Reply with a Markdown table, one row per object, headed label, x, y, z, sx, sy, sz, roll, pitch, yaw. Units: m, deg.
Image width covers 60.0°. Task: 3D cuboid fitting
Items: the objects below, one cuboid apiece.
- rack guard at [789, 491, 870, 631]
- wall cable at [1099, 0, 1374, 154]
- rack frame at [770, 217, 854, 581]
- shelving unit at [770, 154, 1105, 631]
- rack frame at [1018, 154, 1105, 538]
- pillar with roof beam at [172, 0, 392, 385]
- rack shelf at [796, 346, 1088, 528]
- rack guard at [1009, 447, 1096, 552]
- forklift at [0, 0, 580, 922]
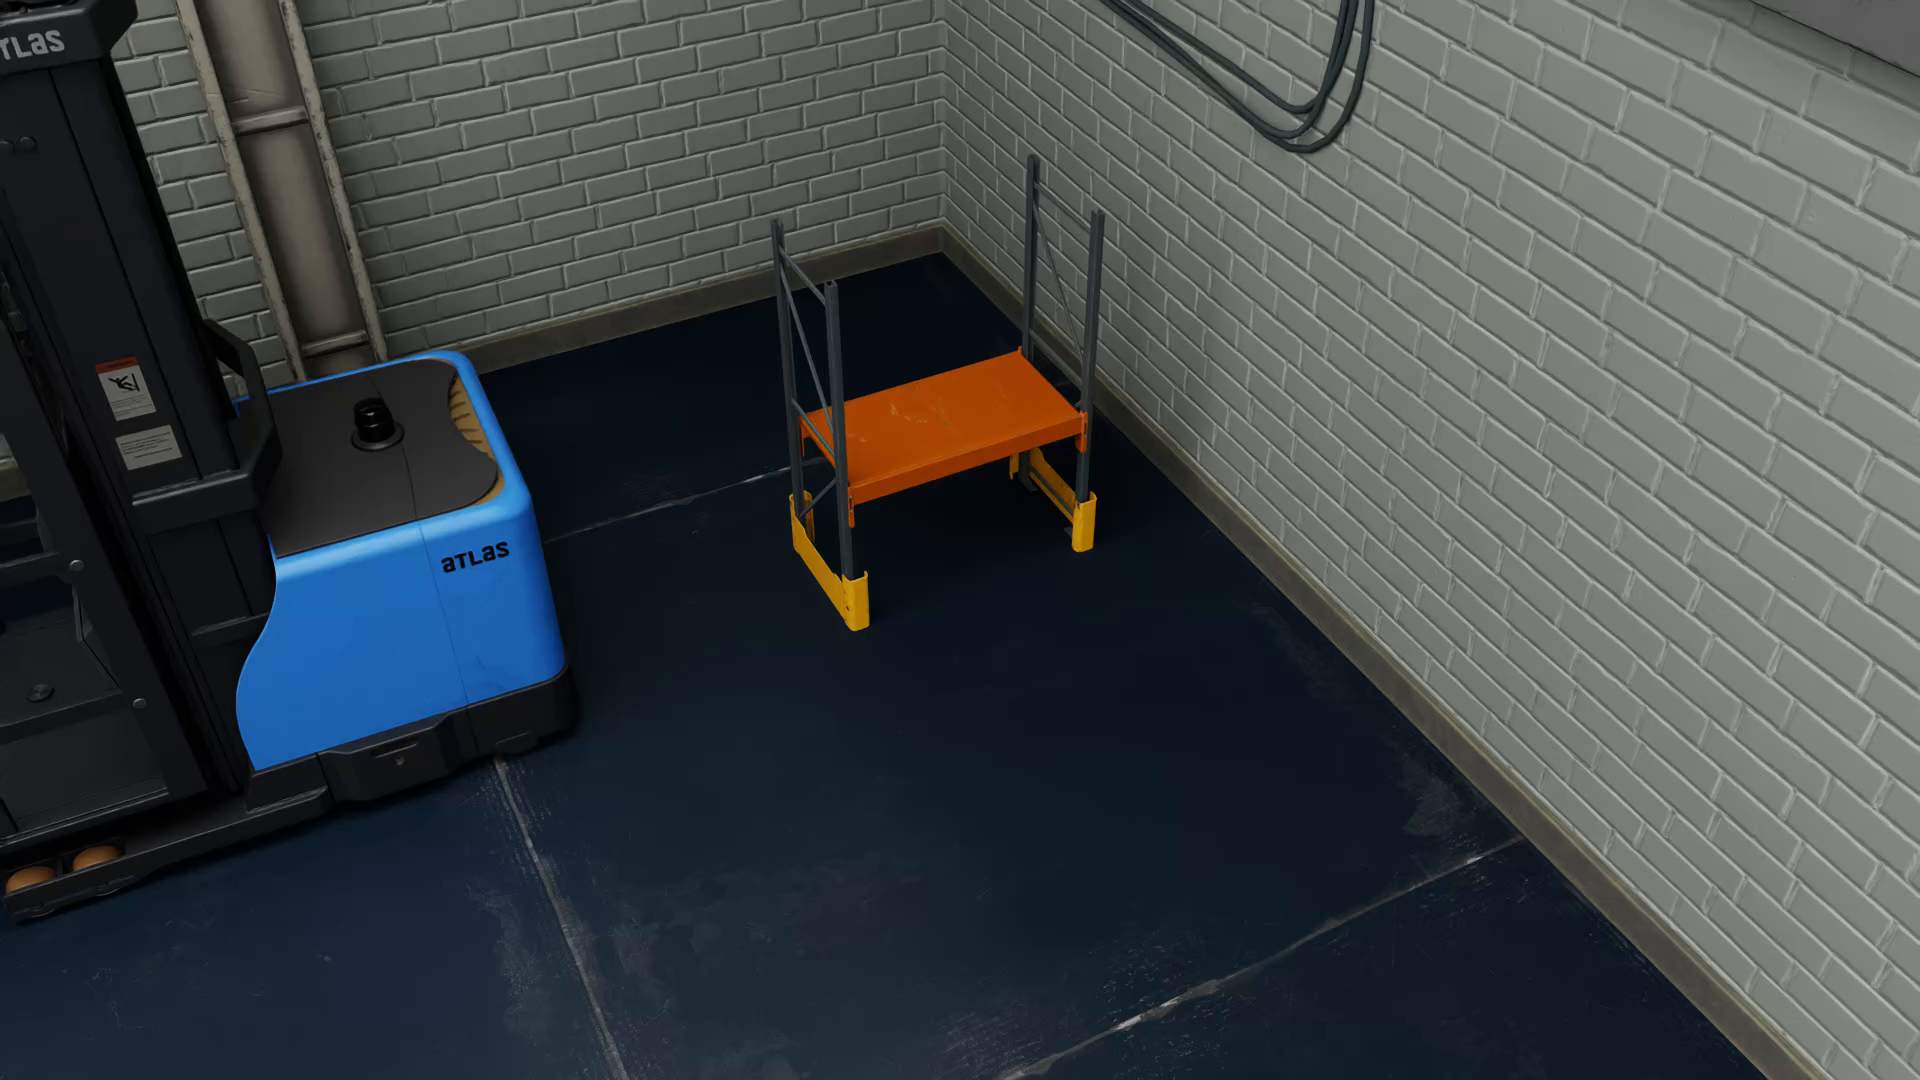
| label | x | y | z | sx | sy | sz | roll | pitch | yaw |
| --- | --- | --- | --- | --- | --- | --- | --- | --- | --- |
| rack guard | -0.509 | 0.076 | 6.467 | 0.087 | 0.250 | 0.587 | -19 | 44 | -21 |
| wall cable | 0.513 | -2.951 | 5.674 | 0.112 | 2.526 | 3.097 | -19 | 44 | -21 |
| rack frame | -0.527 | -0.395 | 6.056 | 0.032 | 1.500 | 0.500 | -19 | 44 | -21 |
| shelving unit | -0.068 | -0.550 | 6.239 | 1.083 | 1.500 | 0.587 | -19 | 44 | -21 |
| rack frame | 0.375 | -0.699 | 6.415 | 0.032 | 1.500 | 0.500 | -19 | 44 | -21 |
| pillar with roof beam | -0.685 | -1.487 | 1.542 | 0.400 | 9.000 | 9.100 | -19 | 44 | -21 |
| rack shelf | -0.076 | -0.410 | 6.352 | 1.000 | 0.185 | 0.538 | -19 | 44 | -21 |
| rack guard | 0.374 | -0.221 | 6.818 | 0.087 | 0.250 | 0.587 | -19 | 44 | -21 |
| forklift | -2.911 | -0.304 | 4.840 | 3.031 | 2.935 | 1.130 | -17 | 43 | -19 |
